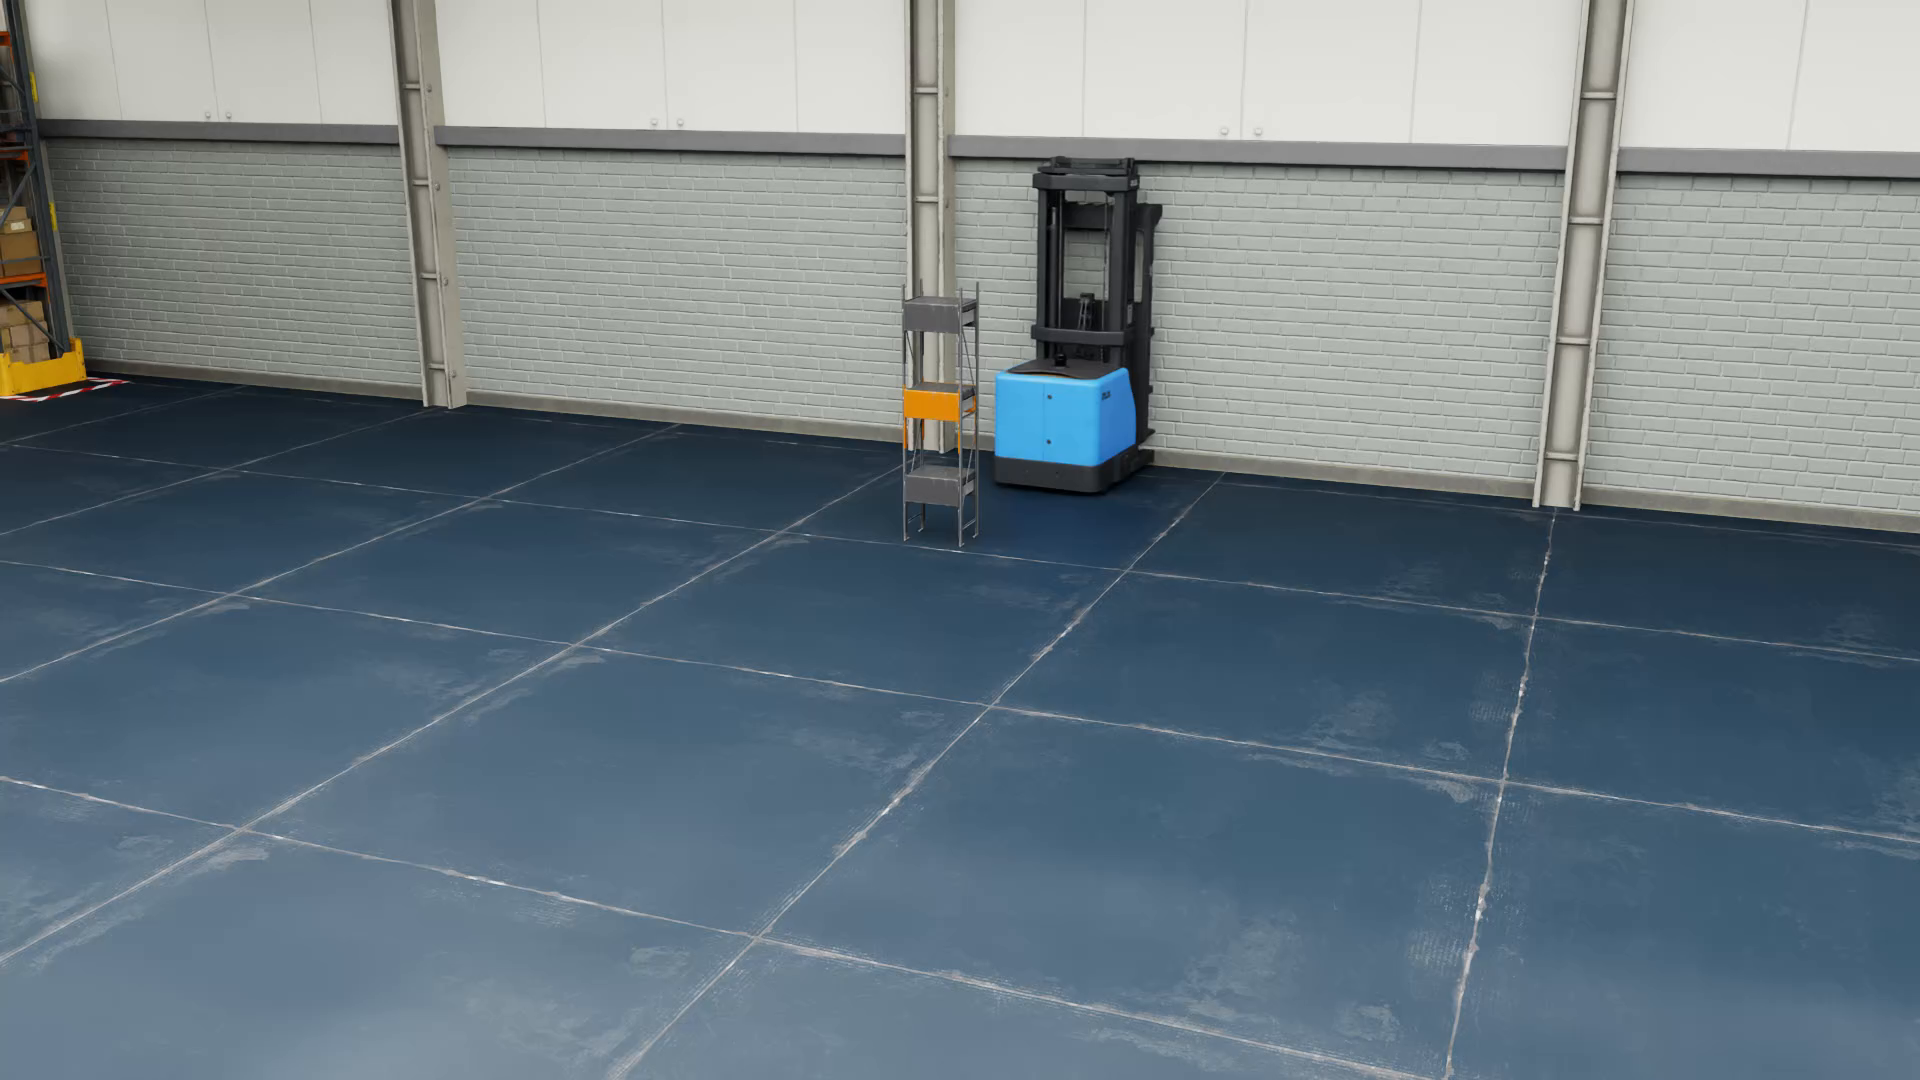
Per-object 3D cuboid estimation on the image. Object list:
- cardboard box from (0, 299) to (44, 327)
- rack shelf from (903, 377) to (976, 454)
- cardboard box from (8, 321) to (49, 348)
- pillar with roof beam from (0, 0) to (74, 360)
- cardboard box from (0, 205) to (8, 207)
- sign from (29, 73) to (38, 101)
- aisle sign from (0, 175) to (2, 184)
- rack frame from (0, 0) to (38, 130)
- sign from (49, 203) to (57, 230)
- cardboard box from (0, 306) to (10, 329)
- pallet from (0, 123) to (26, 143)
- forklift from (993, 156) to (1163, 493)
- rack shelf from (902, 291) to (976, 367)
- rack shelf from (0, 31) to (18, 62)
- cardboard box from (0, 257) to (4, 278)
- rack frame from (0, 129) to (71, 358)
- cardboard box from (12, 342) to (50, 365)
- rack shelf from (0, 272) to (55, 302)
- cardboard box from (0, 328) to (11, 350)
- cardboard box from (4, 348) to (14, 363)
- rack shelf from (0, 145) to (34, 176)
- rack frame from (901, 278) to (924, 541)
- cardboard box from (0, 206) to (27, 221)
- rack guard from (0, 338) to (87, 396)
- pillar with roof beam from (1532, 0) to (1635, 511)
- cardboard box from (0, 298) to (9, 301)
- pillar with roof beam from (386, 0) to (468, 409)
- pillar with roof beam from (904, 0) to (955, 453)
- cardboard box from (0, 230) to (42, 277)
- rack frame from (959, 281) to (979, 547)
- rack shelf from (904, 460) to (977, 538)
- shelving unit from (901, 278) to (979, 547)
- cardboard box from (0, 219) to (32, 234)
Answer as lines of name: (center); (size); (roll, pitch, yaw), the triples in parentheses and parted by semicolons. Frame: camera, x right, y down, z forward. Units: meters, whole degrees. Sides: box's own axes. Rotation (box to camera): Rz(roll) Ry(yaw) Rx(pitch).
cardboard box: (-11.509, -2.752, 20.157); (0.500, 0.250, 0.500); (6, 17, 20)
rack shelf: (-0.154, -1.012, 13.443); (0.480, 0.518, 0.431); (6, 17, 21)
cardboard box: (-11.493, -2.515, 20.239); (0.500, 0.250, 0.500); (7, 17, 22)
pillar with roof beam: (-13.028, -5.361, 16.001); (0.400, 9.000, 9.100); (6, 17, 21)
cardboard box: (-11.590, -3.927, 19.946); (0.250, 0.149, 0.380); (7, 18, 23)
sign: (-10.923, -5.334, 19.575); (0.005, 0.325, 0.100); (6, 17, 21)
aisle sign: (-11.178, -4.457, 18.985); (0.004, 0.787, 0.394); (6, 17, 21)
rack frame: (-11.132, -6.173, 18.796); (0.127, 3.000, 1.000); (6, 17, 21)
sign: (-10.923, -3.889, 19.995); (0.005, 0.325, 0.100); (6, 17, 21)
cardboard box: (-11.675, -2.620, 19.702); (0.500, 0.250, 0.500); (7, 18, 22)
pallet: (-11.780, -4.769, 19.499); (1.213, 0.211, 1.003); (6, 17, 21)
forklift: (1.390, -2.197, 15.986); (1.130, 2.935, 3.031); (8, 18, 24)
rack shelf: (-0.154, -1.684, 13.248); (0.480, 0.518, 0.431); (6, 17, 21)
rack shelf: (-12.992, -5.840, 19.657); (4.000, 0.370, 1.077); (6, 17, 21)
cardboard box: (-11.686, -3.322, 19.558); (0.500, 0.500, 0.500); (6, 17, 19)
rack frame: (-11.132, -3.292, 19.633); (0.127, 3.000, 1.000); (6, 17, 21)
cardboard box: (-11.517, -2.274, 20.305); (0.500, 0.250, 0.500); (6, 17, 21)
rack shelf: (-12.992, -3.151, 20.438); (4.000, 0.370, 1.077); (6, 17, 21)
cardboard box: (-11.699, -2.382, 19.780); (0.500, 0.250, 0.500); (6, 17, 20)
cardboard box: (-11.685, -2.139, 19.841); (0.500, 0.250, 0.500); (6, 17, 21)
rack shelf: (-12.992, -4.592, 20.020); (4.000, 0.370, 1.077); (6, 17, 21)
rack frame: (-0.381, -1.050, 13.525); (0.015, 2.100, 0.400); (6, 17, 21)
cardboard box: (-11.366, -3.884, 19.796); (0.250, 0.149, 0.380); (6, 17, 20)
rack guard: (-11.109, -2.089, 19.973); (0.348, 0.500, 1.175); (6, 17, 21)
pillar with roof beam: (3.716, -3.520, 9.658); (0.400, 9.000, 9.100); (6, 17, 21)
cardboard box: (-11.976, -2.802, 20.329); (0.500, 0.250, 0.500); (6, 17, 21)
pillar with roof beam: (-7.447, -4.748, 13.887); (0.400, 9.000, 9.100); (6, 17, 21)
pillar with roof beam: (-1.865, -4.134, 11.773); (0.400, 9.000, 9.100); (6, 17, 21)
cardboard box: (-11.491, -3.463, 20.041); (0.500, 0.500, 0.500); (7, 18, 22)
rack frame: (0.073, -1.000, 13.353); (0.015, 2.100, 0.400); (6, 17, 21)
rack shelf: (-0.154, -0.340, 13.638); (0.480, 0.518, 0.431); (6, 17, 21)
shelving unit: (-0.154, -1.025, 13.439); (0.503, 2.100, 0.431); (6, 17, 21)
cardboard box: (-11.352, -3.753, 19.880); (0.250, 0.149, 0.380); (6, 17, 19)
